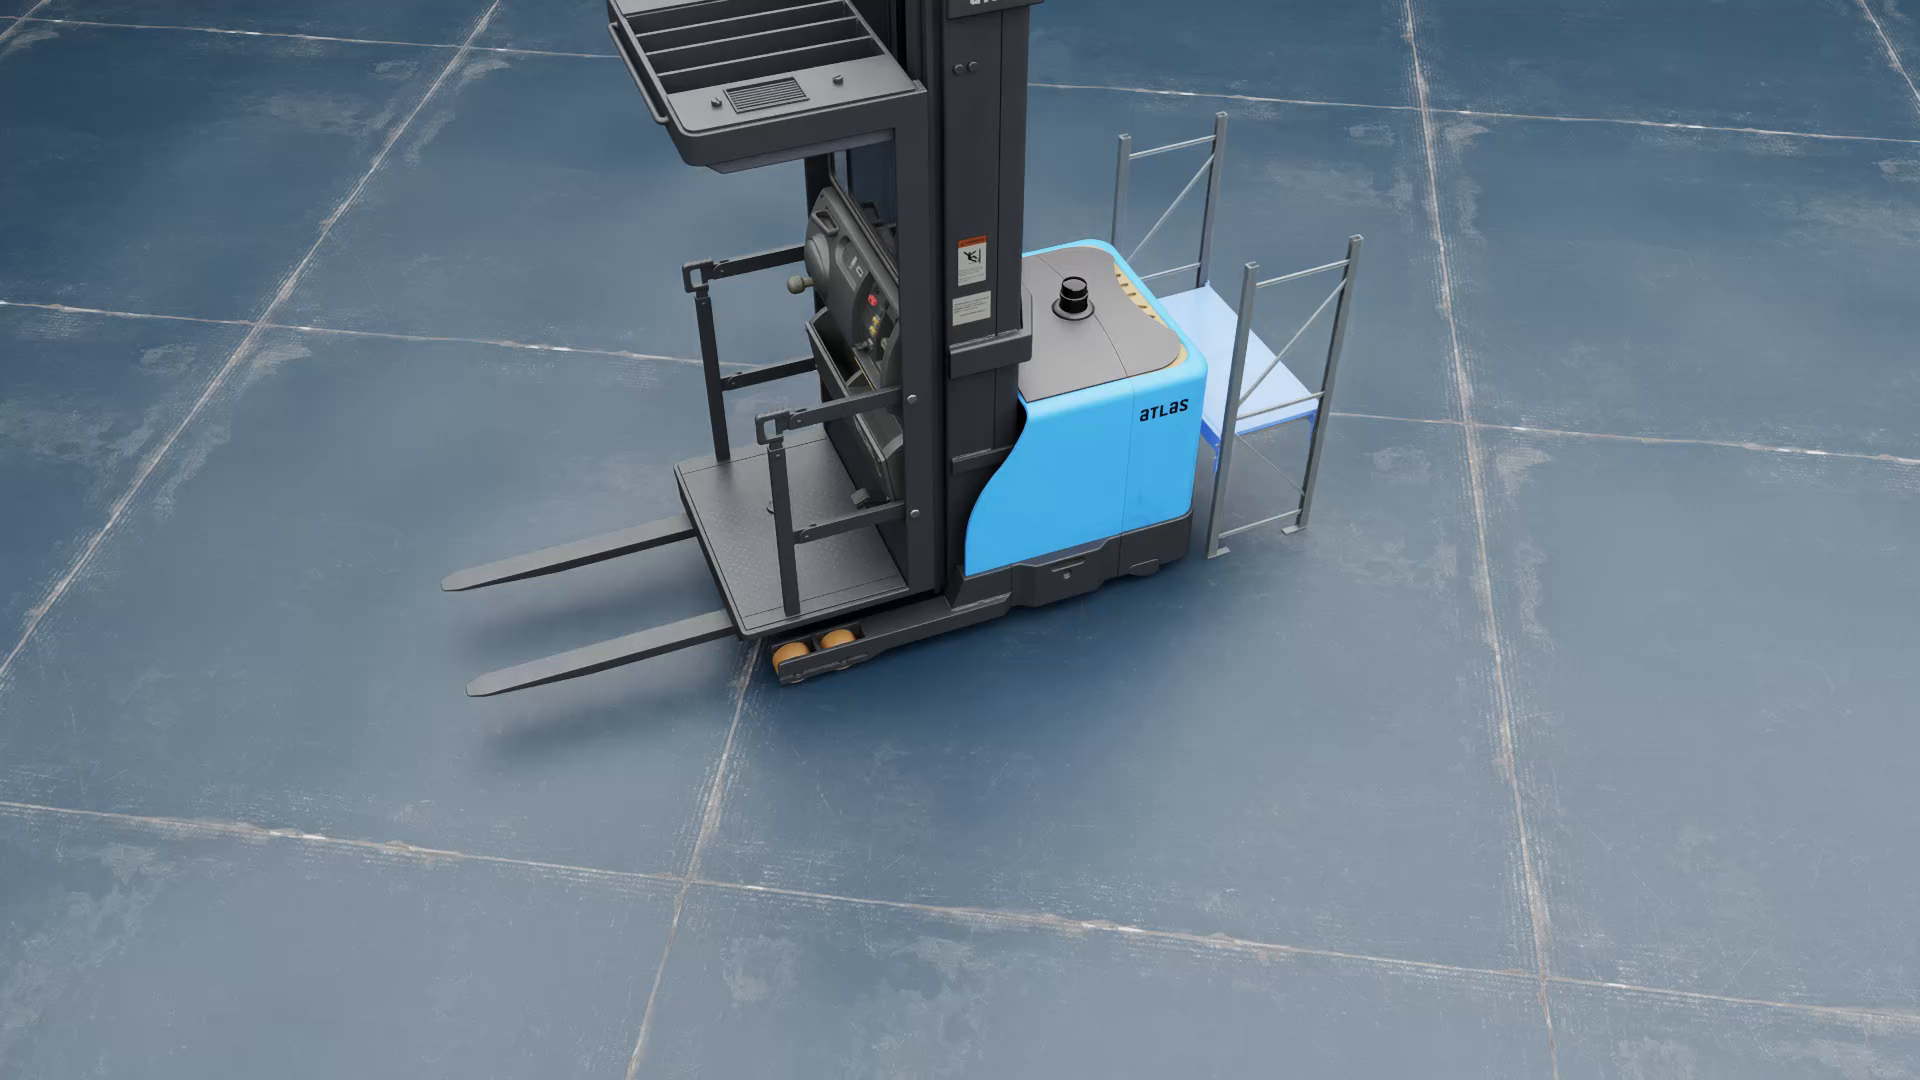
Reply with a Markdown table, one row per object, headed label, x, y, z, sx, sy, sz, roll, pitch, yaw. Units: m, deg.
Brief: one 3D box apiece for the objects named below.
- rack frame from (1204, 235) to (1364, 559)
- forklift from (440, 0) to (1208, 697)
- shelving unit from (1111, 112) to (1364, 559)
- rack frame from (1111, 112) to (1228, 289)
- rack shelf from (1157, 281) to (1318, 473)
| label | x | y | z | sx | sy | sz | roll | pitch | yaw |
| --- | --- | --- | --- | --- | --- | --- | --- | --- | --- |
| rack frame | 1.293 | -0.539 | 6.750 | 0.500 | 1.500 | 0.032 | -17 | 46 | -17 |
| forklift | -0.586 | -0.905 | 6.096 | 3.031 | 2.935 | 1.130 | -15 | 46 | -15 |
| shelving unit | 1.091 | -0.859 | 7.089 | 0.538 | 1.500 | 1.048 | -17 | 46 | -17 |
| rack frame | 0.888 | -1.180 | 7.427 | 0.500 | 1.500 | 0.032 | -17 | 46 | -17 |
| rack shelf | 1.091 | -0.729 | 7.212 | 0.538 | 0.185 | 1.000 | -17 | 46 | -17 |
